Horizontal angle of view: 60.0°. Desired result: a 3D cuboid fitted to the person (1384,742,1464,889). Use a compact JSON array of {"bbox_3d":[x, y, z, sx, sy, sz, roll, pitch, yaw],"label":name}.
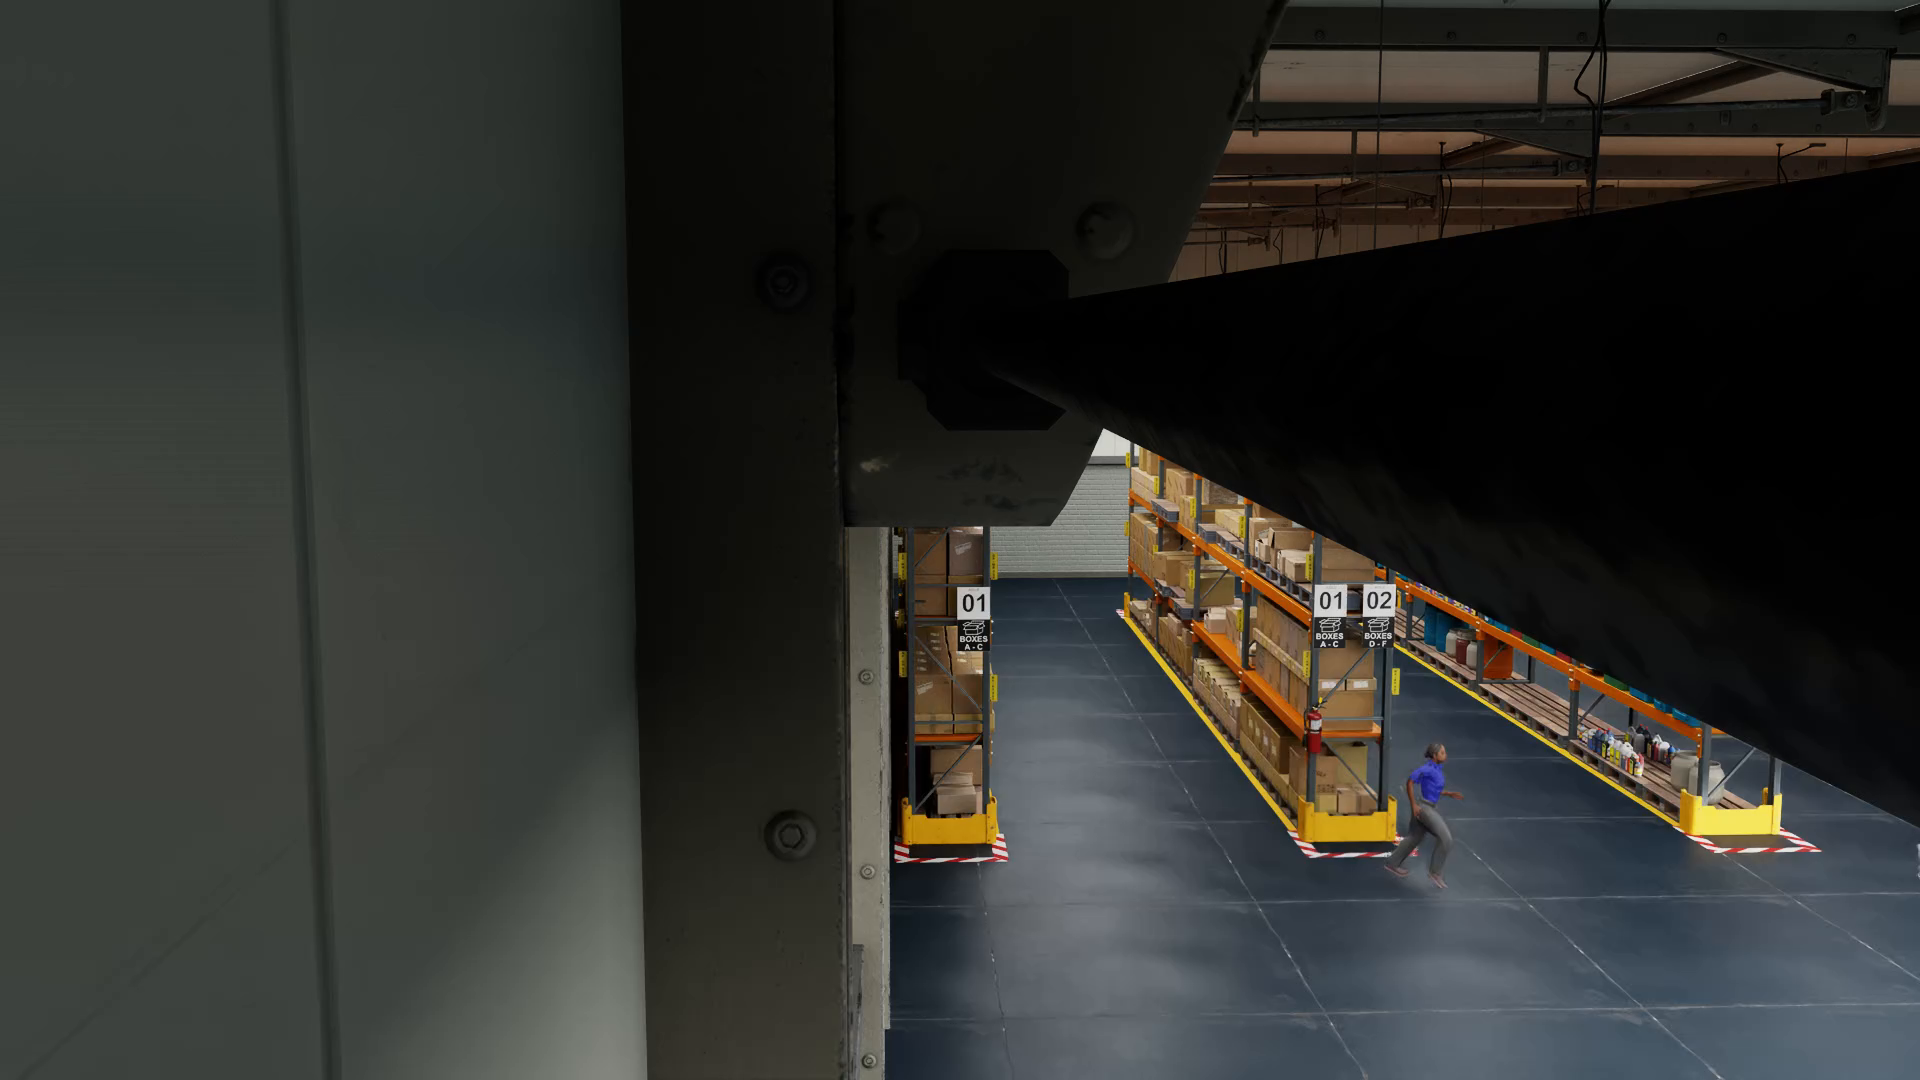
[{"bbox_3d":[5.286,3.128,18.927,0.851,1.674,0.486,2,8,16],"label":"person"}]
